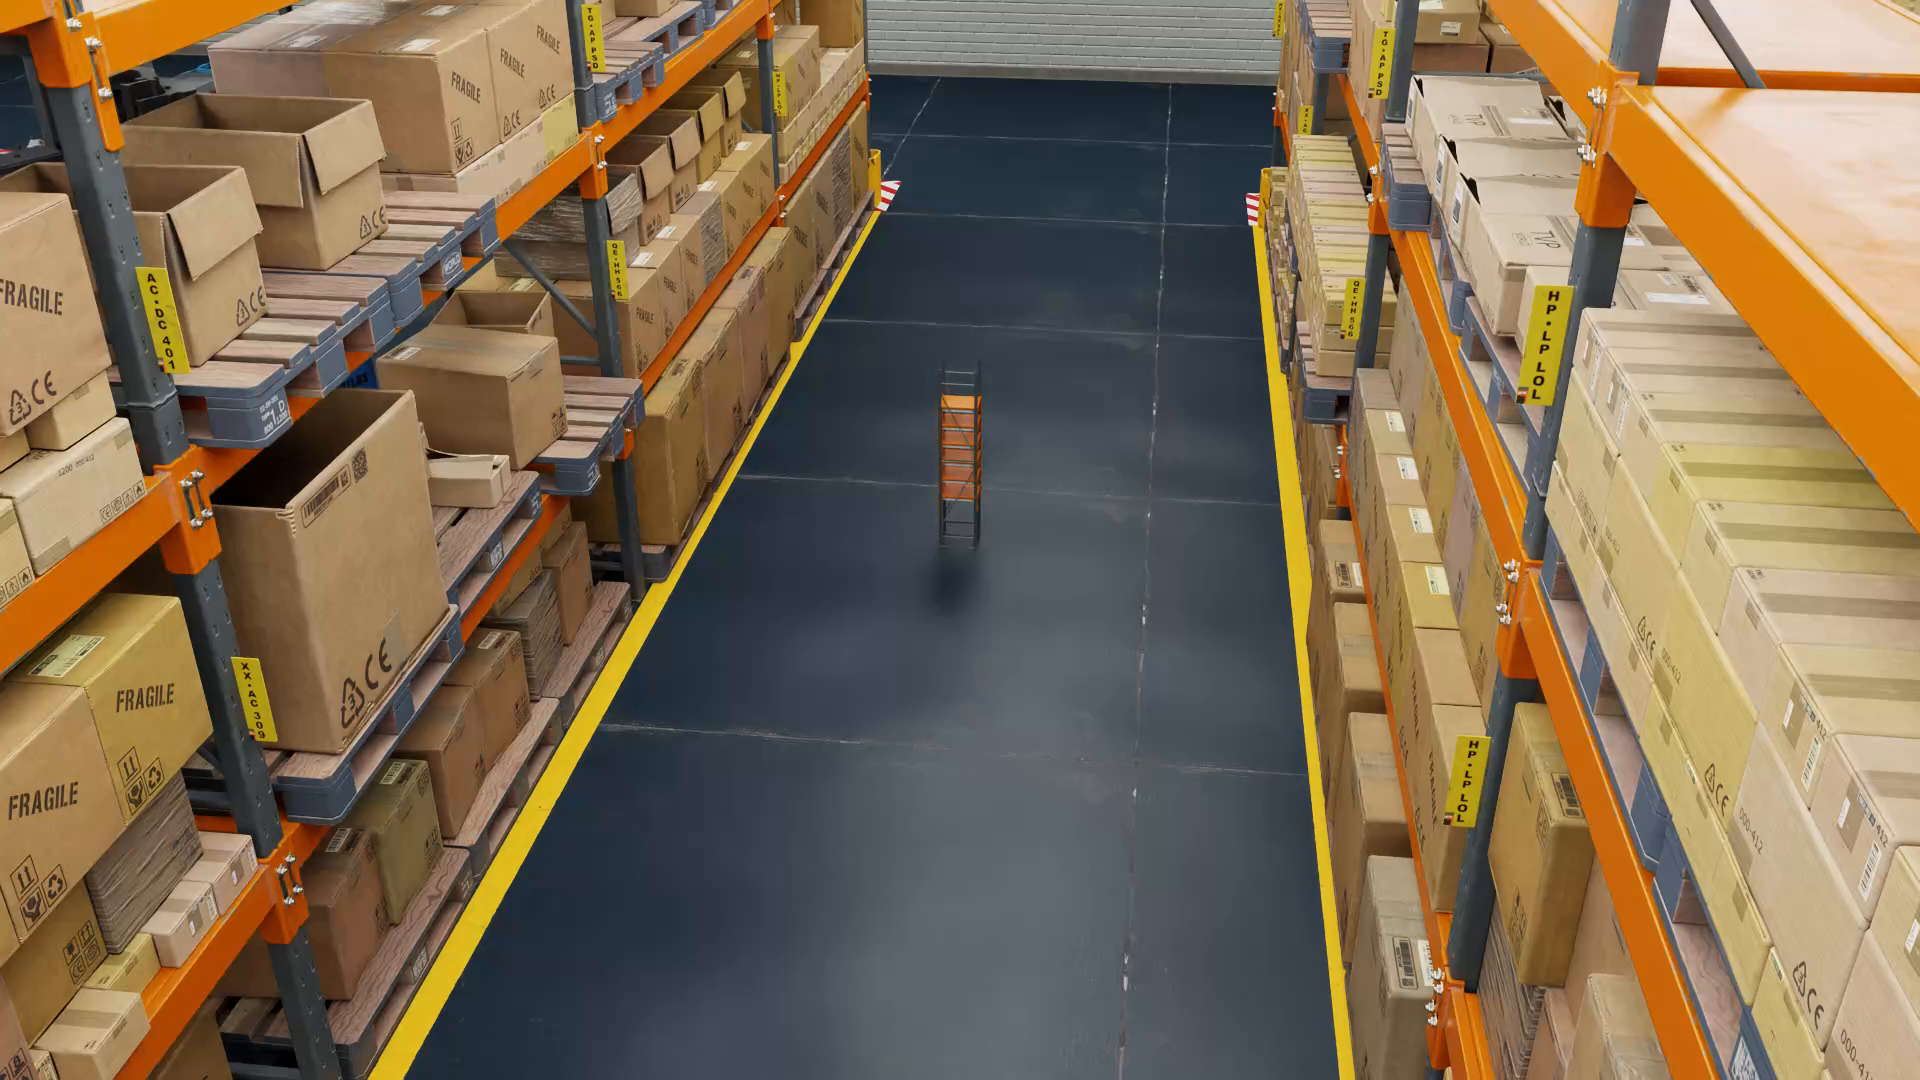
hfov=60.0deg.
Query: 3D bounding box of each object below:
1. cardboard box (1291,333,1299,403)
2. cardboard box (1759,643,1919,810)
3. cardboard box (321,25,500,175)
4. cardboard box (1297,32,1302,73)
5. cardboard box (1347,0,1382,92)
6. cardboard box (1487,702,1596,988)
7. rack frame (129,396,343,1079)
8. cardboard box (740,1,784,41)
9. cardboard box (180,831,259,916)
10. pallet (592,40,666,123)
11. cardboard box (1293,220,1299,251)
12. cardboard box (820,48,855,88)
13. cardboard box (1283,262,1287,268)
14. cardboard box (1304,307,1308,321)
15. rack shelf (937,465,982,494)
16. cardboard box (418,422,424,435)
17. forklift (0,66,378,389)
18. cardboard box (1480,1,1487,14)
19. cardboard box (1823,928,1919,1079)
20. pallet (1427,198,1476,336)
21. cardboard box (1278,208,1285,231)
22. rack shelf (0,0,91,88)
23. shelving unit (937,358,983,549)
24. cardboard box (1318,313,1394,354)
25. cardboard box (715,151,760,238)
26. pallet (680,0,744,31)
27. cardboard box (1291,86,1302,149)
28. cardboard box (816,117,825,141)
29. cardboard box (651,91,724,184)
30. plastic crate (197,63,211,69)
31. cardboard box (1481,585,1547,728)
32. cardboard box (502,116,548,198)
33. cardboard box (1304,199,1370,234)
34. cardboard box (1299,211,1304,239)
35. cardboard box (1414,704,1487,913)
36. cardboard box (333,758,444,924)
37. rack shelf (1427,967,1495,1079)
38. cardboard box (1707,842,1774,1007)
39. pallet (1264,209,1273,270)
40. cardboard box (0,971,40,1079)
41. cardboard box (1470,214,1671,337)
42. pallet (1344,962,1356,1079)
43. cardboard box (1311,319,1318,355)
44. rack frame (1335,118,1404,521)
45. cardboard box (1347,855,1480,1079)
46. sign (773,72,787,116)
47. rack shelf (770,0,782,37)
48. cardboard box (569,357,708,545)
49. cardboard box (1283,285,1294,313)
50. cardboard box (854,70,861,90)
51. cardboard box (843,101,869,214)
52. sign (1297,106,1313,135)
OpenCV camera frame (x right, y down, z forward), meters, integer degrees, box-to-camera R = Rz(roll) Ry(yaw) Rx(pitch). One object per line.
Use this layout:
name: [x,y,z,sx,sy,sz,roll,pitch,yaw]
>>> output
cardboard box: [2.667,-1.301,11.987,0.500,0.500,0.500,4,29,8]
cardboard box: [1.472,0.295,2.546,0.380,0.149,0.250,3,28,6]
cardboard box: [-2.318,-1.873,7.061,0.500,0.500,0.500,4,29,7]
cardboard box: [2.944,-3.885,13.117,0.500,0.500,0.500,4,29,8]
cardboard box: [2.462,-2.785,9.282,0.500,0.500,0.500,3,28,6]
cardboard box: [1.961,0.847,4.510,0.875,0.550,0.550,3,28,6]
rack frame: [-2.870,0.881,5.744,1.000,3.000,0.127,3,28,6]
cardboard box: [-1.845,-4.473,14.736,0.500,0.500,0.500,3,28,5]
cardboard box: [-2.605,1.110,5.584,0.380,0.149,0.250,3,28,6]
pallet: [-2.354,-2.545,9.141,1.213,0.211,1.003,5,29,9]
cardboard box: [2.390,-1.978,10.874,0.380,0.149,0.250,2,28,4]
cardboard box: [-1.259,-4.350,15.299,0.500,0.250,0.500,3,28,5]
cardboard box: [2.956,-2.289,14.192,0.380,0.149,0.250,4,29,7]
cardboard box: [2.605,-1.380,11.343,0.500,0.250,0.500,4,29,8]
rack shelf: [-0.002,-0.377,10.323,0.258,0.103,0.180,3,28,6]
cardboard box: [-2.814,-0.345,7.735,0.500,0.250,0.500,3,28,5]
forklift: [-4.916,-1.083,9.463,1.130,2.935,3.031,16,32,28]
cardboard box: [2.909,-2.907,8.700,0.396,0.266,0.258,3,28,6]
cardboard box: [1.457,0.767,2.089,0.500,0.250,0.500,3,28,6]
pallet: [2.370,-1.071,6.403,1.003,0.211,1.213,5,29,9]
cardboard box: [2.967,-2.776,14.468,0.380,0.149,0.250,4,29,7]
rack shelf: [-3.115,-0.501,2.745,1.077,0.370,4.000,3,28,6]
shelving unit: [-0.002,-0.521,10.245,0.258,1.200,0.189,3,28,6]
cardboard box: [2.139,-1.130,8.986,0.380,0.149,0.250,4,29,7]
cardboard box: [-1.744,-2.460,11.841,0.500,0.500,0.500,4,29,8]
pallet: [-1.953,-3.687,11.262,0.805,0.209,1.217,2,28,4]
cardboard box: [2.864,-3.212,12.923,0.500,0.500,0.500,3,28,5]
cardboard box: [-1.365,-3.504,14.149,0.380,0.149,0.250,4,29,7]
cardboard box: [-2.055,-2.747,11.315,0.797,0.503,0.637,4,29,7]
plastic crate: [-6.834,-4.291,15.458,0.416,0.233,0.300,3,28,6]
cardboard box: [2.095,0.499,5.294,0.700,0.500,0.500,3,28,5]
cardboard box: [-2.242,-1.784,7.686,0.500,0.250,0.500,3,28,6]
cardboard box: [2.329,-1.991,10.269,0.380,0.149,0.250,4,29,8]
cardboard box: [2.360,-1.978,10.559,0.380,0.149,0.250,3,28,5]
cardboard box: [1.839,0.912,5.582,0.500,0.500,0.500,3,28,6]
cardboard box: [-2.696,1.277,7.182,0.700,0.500,0.500,3,28,6]
rack shelf: [1.795,2.475,3.544,1.077,0.370,4.000,3,28,6]
cardboard box: [1.472,0.646,2.735,0.380,0.149,0.250,4,29,7]
pallet: [3.367,-2.788,15.495,1.003,0.211,1.213,3,28,6]
cardboard box: [-3.044,1.389,4.383,0.875,0.500,0.500,3,28,6]
cardboard box: [1.973,-0.861,5.424,0.500,0.250,0.500,3,28,6]
pallet: [2.060,2.077,6.464,1.003,0.211,1.213,3,28,6]
cardboard box: [2.167,-1.116,9.273,0.380,0.149,0.250,3,28,6]
rack frame: [2.530,-0.666,8.616,1.000,3.000,0.127,3,28,6]
cardboard box: [2.027,1.725,6.107,1.050,0.750,0.750,3,28,6]
sign: [-1.350,-3.333,12.428,0.100,0.325,0.005,3,28,6]
rack shelf: [-1.645,-4.830,13.941,1.077,0.370,4.000,3,28,6]
cardboard box: [-2.275,-0.575,10.244,1.225,0.875,0.875,2,28,4]
cardboard box: [2.764,-1.904,13.164,0.380,0.149,0.250,2,28,4]
cardboard box: [-1.147,-4.348,15.715,0.380,0.149,0.250,4,29,7]
cardboard box: [-1.399,-3.711,16.065,0.875,0.875,0.875,3,28,6]
sign: [2.481,-2.958,11.957,0.100,0.325,0.005,3,28,6]
